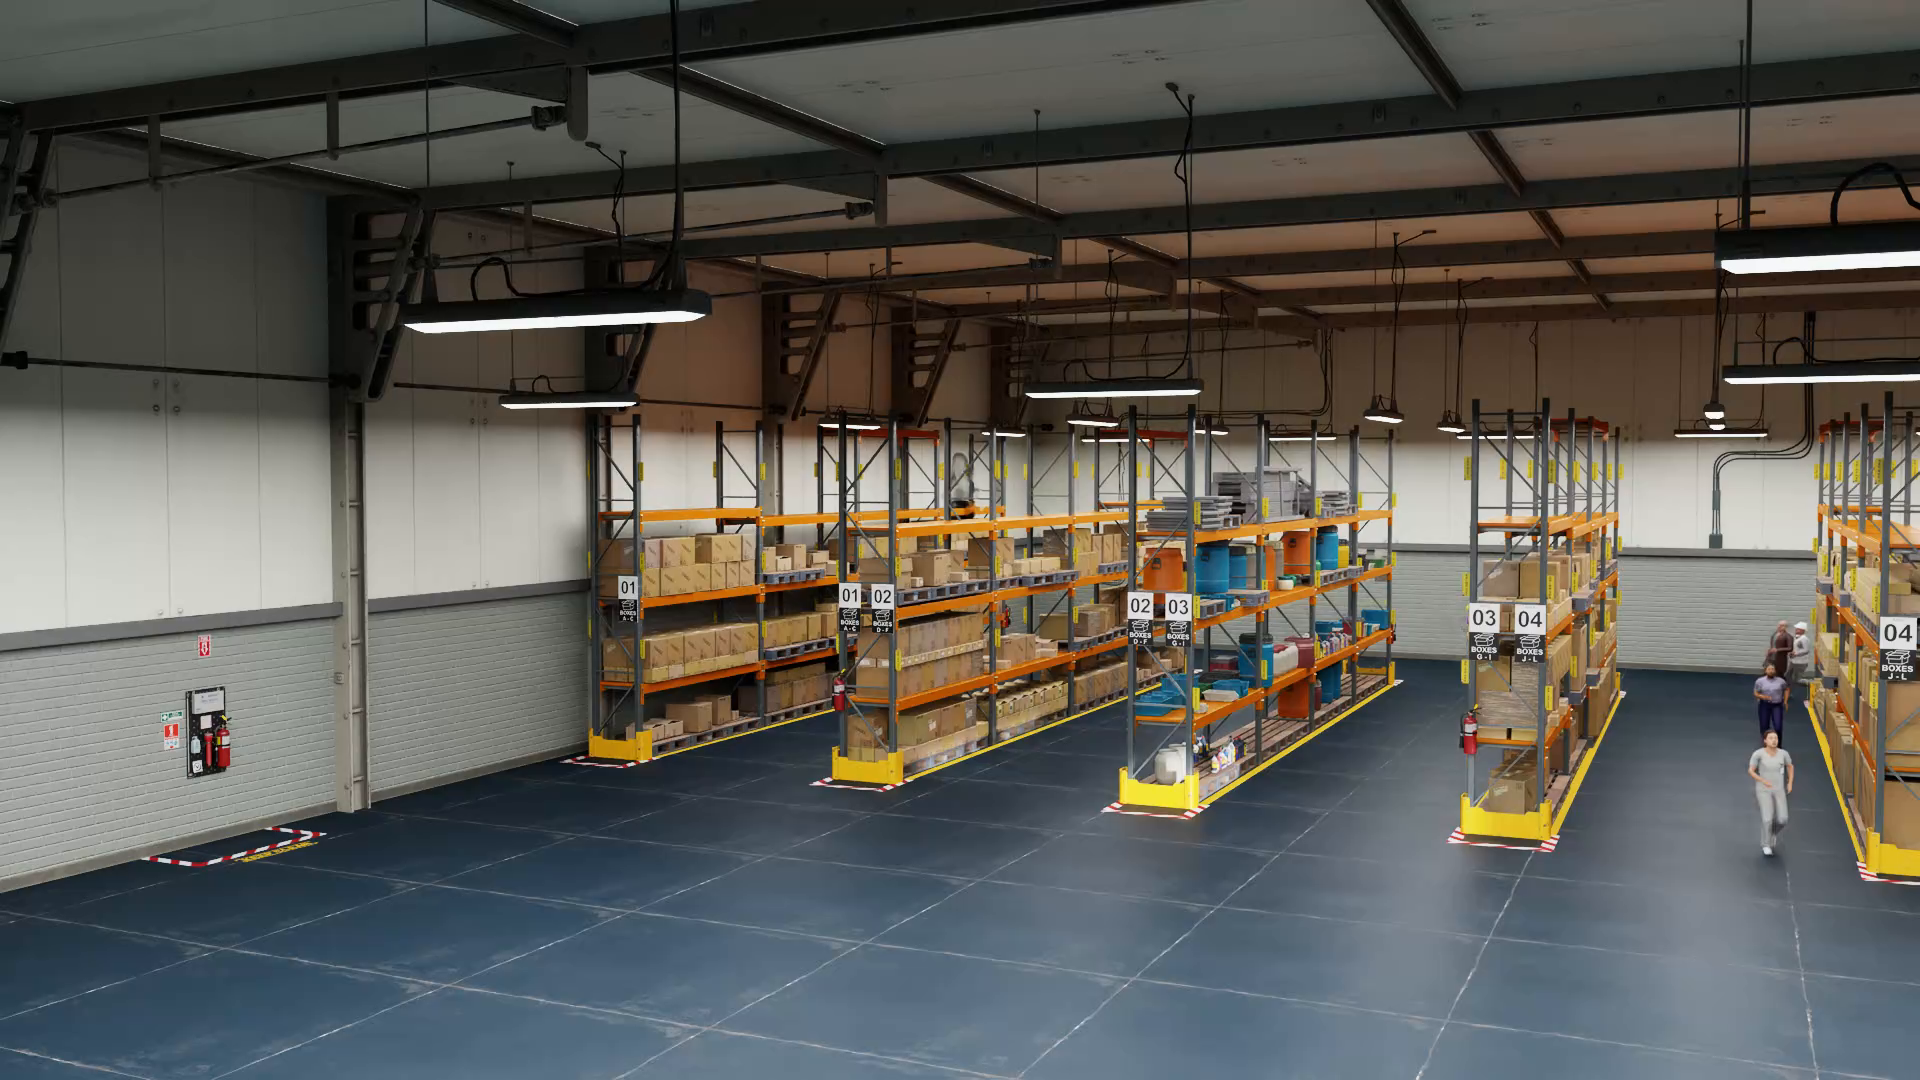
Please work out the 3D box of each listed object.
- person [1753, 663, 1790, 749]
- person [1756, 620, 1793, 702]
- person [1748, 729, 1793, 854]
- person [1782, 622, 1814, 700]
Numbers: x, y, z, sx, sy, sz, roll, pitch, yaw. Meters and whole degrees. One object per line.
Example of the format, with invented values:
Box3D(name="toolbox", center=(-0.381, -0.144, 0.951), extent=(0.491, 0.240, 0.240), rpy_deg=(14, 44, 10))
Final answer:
Box3D(name="person", center=(14.233, 2.984, 29.168), extent=(0.582, 1.632, 0.652), rpy_deg=(1, 3, 25))
Box3D(name="person", center=(17.841, 2.638, 36.167), extent=(0.901, 1.802, 0.696), rpy_deg=(-1, 3, -26))
Box3D(name="person", center=(10.626, 3.291, 21.747), extent=(0.592, 1.636, 0.580), rpy_deg=(0, 2, 8))
Box3D(name="person", center=(18.370, 2.662, 36.298), extent=(0.795, 1.767, 0.705), rpy_deg=(0, 2, 12))
